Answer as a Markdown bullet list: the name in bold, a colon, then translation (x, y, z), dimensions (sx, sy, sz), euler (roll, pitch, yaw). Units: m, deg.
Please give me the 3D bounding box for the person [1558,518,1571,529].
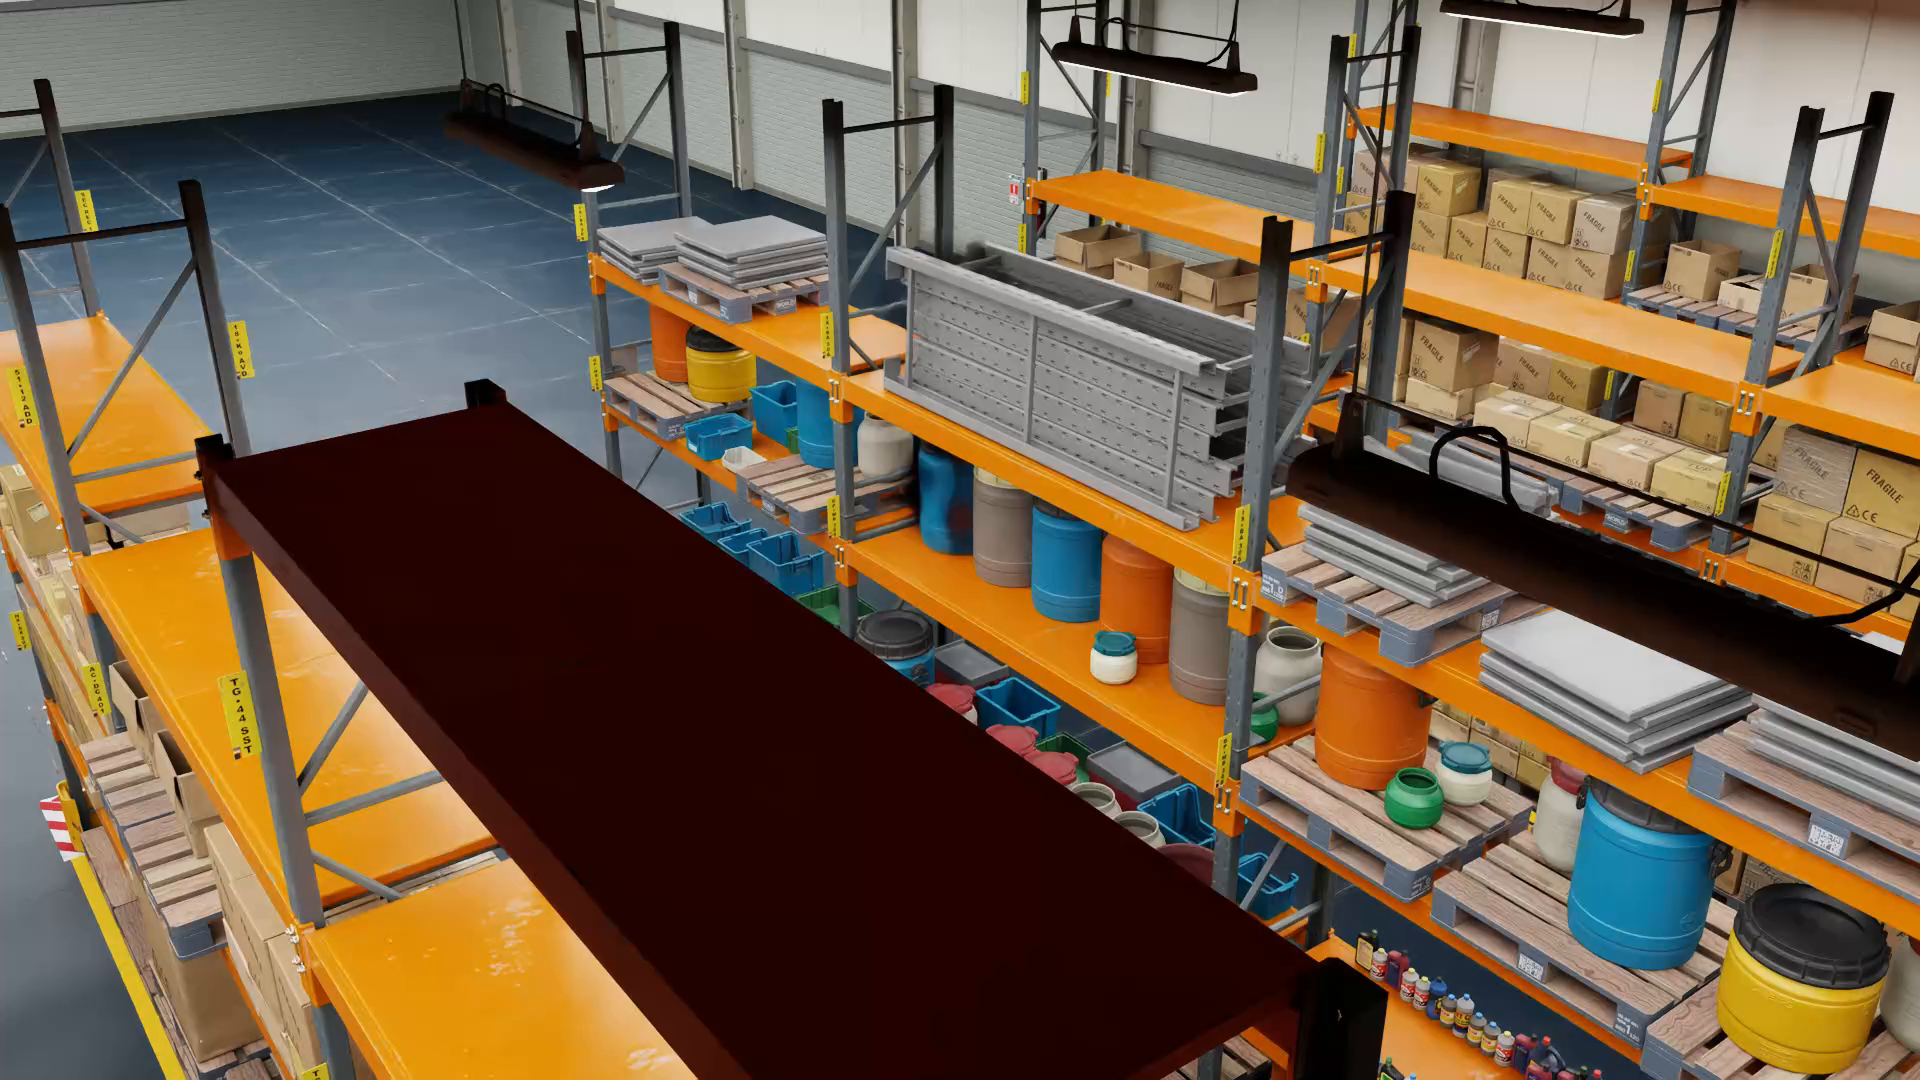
- **person**: translation (5.591, 0.372, 16.067), dimensions (0.655, 1.732, 0.646), euler (-20, 31, -36)
